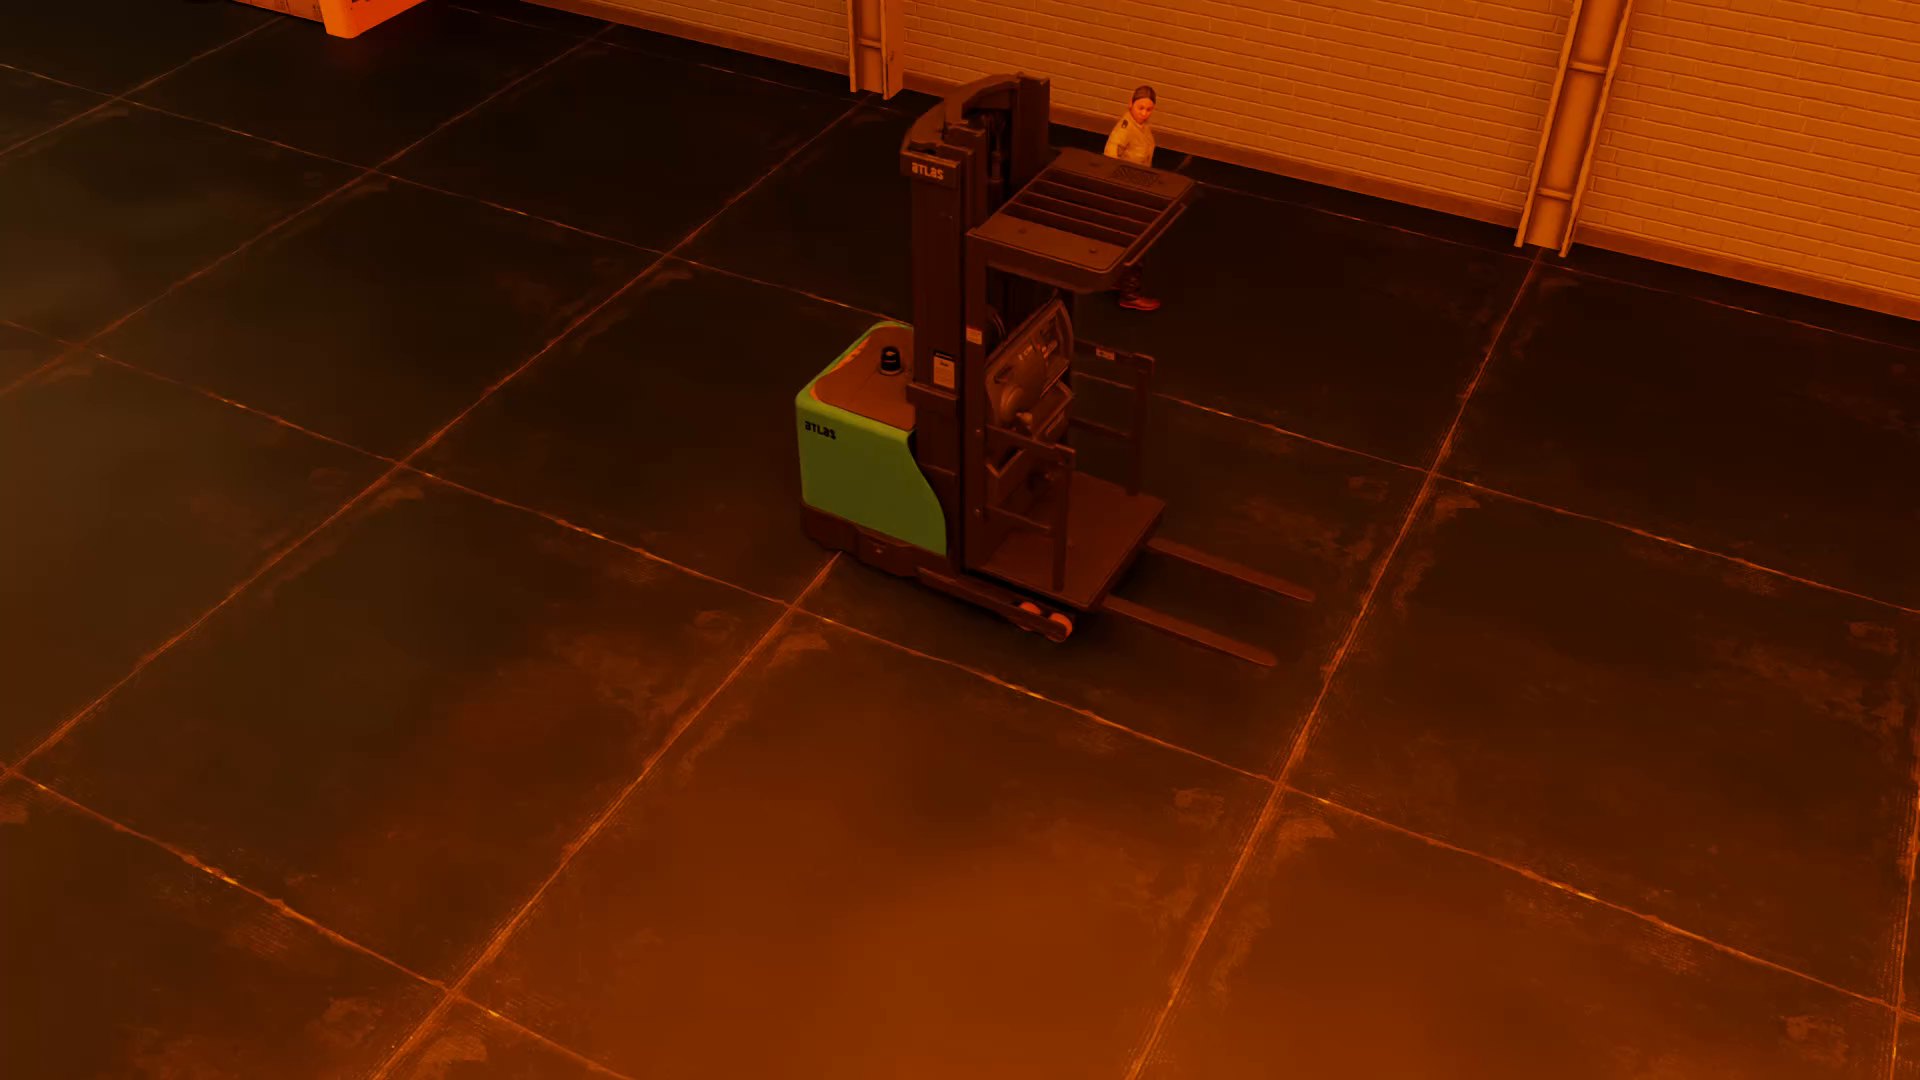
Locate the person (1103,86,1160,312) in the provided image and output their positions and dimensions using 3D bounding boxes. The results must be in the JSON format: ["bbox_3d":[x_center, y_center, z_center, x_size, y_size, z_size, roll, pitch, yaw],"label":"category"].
[{"bbox_3d":[1.274,-2.471,11.934,0.487,1.631,0.687,9,41,10],"label":"person"}]

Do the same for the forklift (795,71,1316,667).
[{"bbox_3d":[0.563,-0.928,9.089,3.031,2.935,1.130,20,44,22],"label":"forklift"}]
